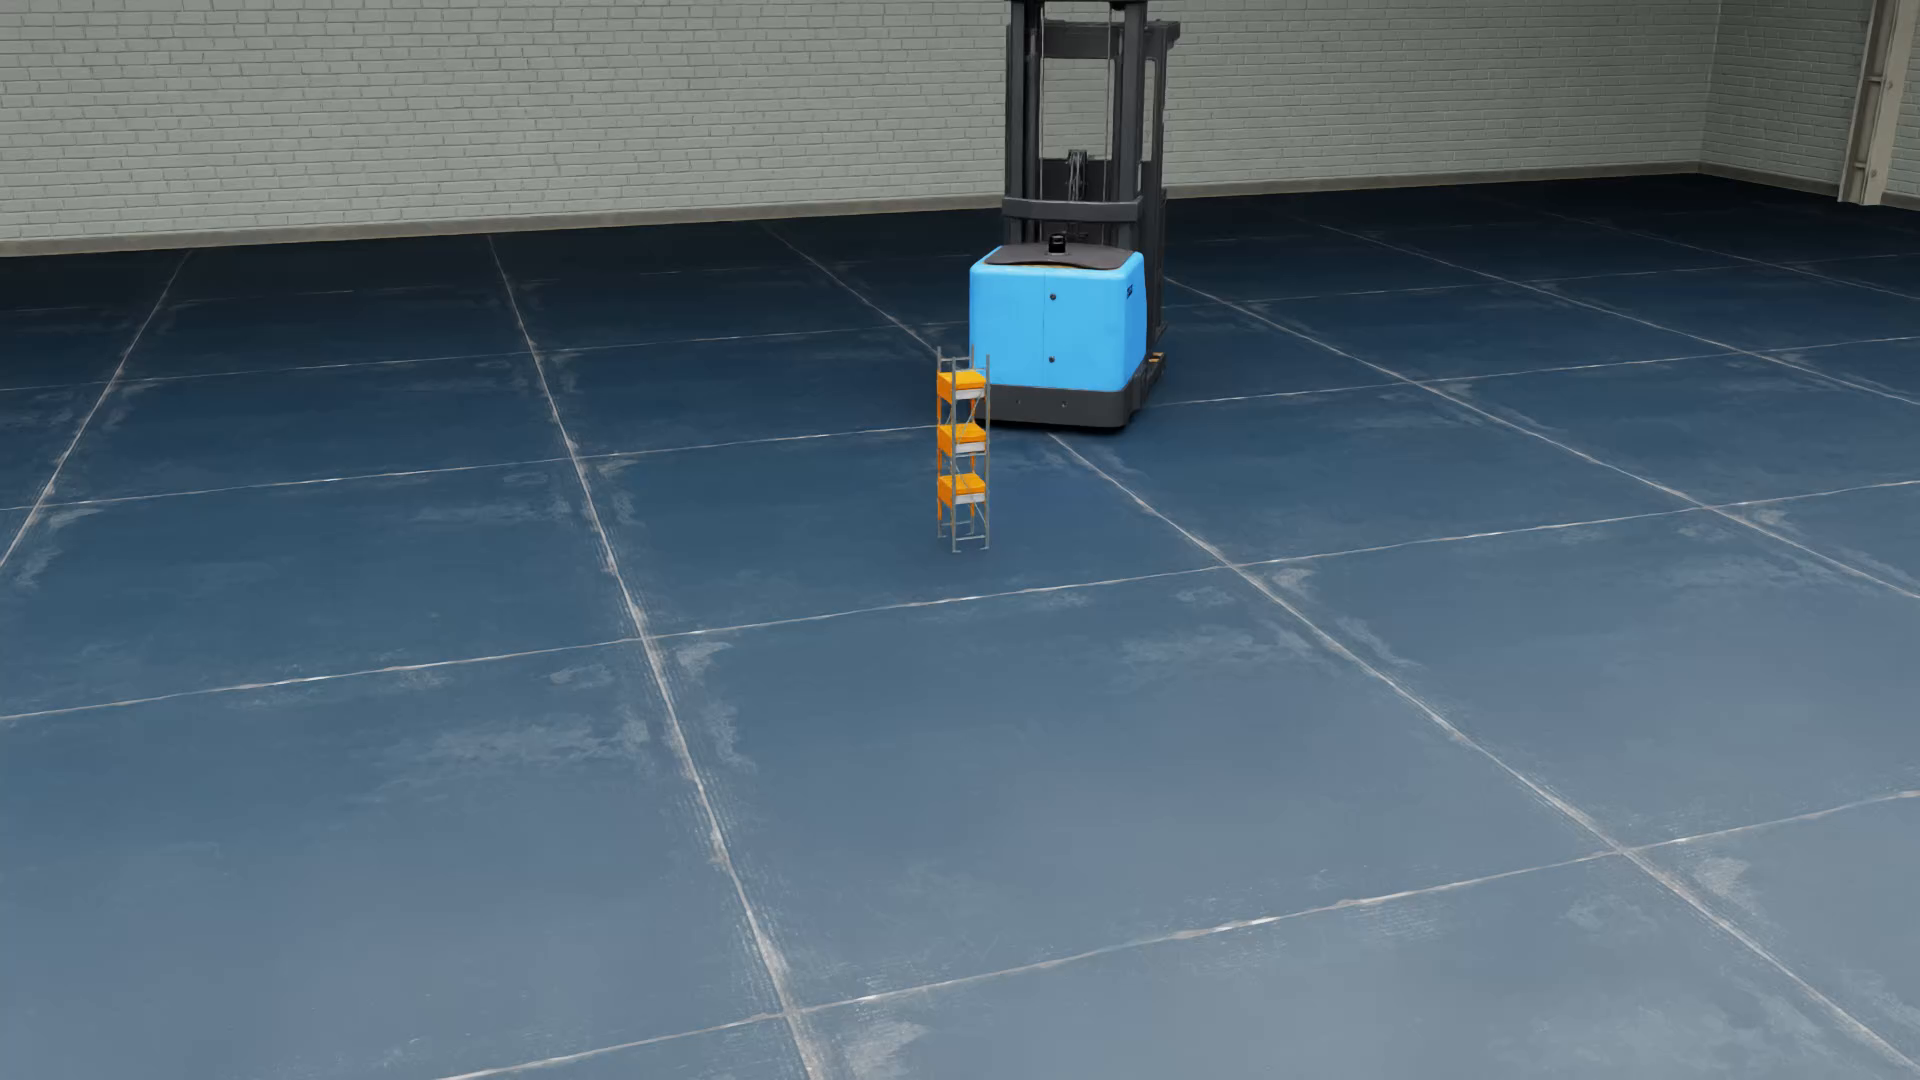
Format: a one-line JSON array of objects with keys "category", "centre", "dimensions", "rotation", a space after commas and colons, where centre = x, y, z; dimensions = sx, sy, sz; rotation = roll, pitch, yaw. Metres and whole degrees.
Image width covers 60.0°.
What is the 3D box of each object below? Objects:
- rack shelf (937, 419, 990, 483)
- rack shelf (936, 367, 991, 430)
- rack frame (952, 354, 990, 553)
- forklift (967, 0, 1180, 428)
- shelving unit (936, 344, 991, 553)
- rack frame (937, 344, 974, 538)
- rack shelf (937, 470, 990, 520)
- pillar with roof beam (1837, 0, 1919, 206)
[{"category": "rack shelf", "centre": [0.017, -0.467, 8.695], "dimensions": [0.215, 0.259, 0.240], "rotation": [-6, 21, -17]}, {"category": "rack shelf", "centre": [0.017, -0.734, 8.599], "dimensions": [0.215, 0.259, 0.240], "rotation": [-6, 21, -17]}, {"category": "rack frame", "centre": [0.055, -0.438, 8.582], "dimensions": [0.200, 1.050, 0.008], "rotation": [-6, 21, -17]}, {"category": "forklift", "centre": [0.912, -2.567, 11.728], "dimensions": [1.130, 2.935, 3.031], "rotation": [5, 20, 14]}, {"category": "shelving unit", "centre": [0.017, -0.477, 8.691], "dimensions": [0.215, 1.050, 0.252], "rotation": [-6, 21, -17]}, {"category": "rack frame", "centre": [-0.022, -0.516, 8.800], "dimensions": [0.200, 1.050, 0.008], "rotation": [-6, 21, -17]}, {"category": "rack shelf", "centre": [0.017, -0.205, 8.789], "dimensions": [0.215, 0.259, 0.240], "rotation": [-6, 21, -17]}, {"category": "pillar with roof beam", "centre": [6.990, -7.932, 17.687], "dimensions": [9.100, 9.000, 0.400], "rotation": [-6, 21, -17]}]
